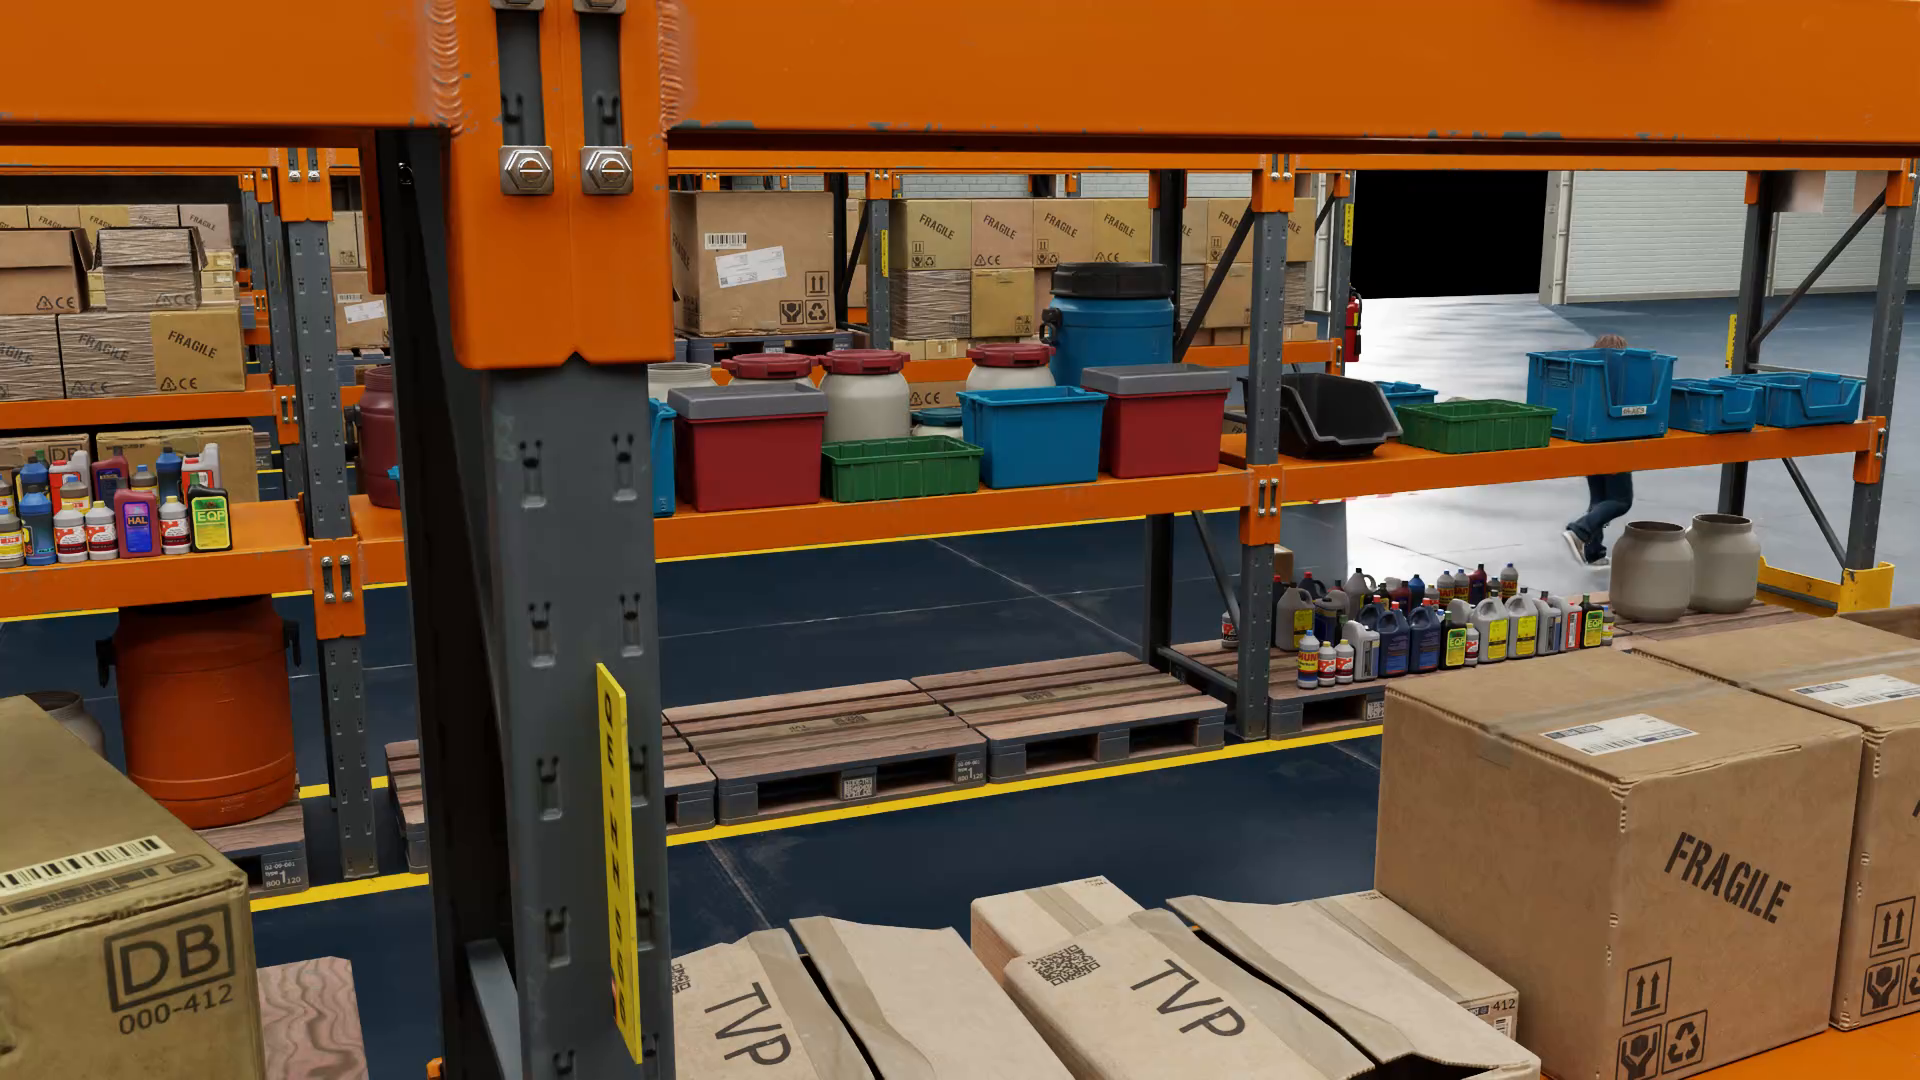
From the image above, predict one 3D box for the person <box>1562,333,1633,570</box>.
[{"bbox_3d":[4.213,-0.565,10.993,0.574,1.588,0.426,-5,13,-21],"label":"person"}]
